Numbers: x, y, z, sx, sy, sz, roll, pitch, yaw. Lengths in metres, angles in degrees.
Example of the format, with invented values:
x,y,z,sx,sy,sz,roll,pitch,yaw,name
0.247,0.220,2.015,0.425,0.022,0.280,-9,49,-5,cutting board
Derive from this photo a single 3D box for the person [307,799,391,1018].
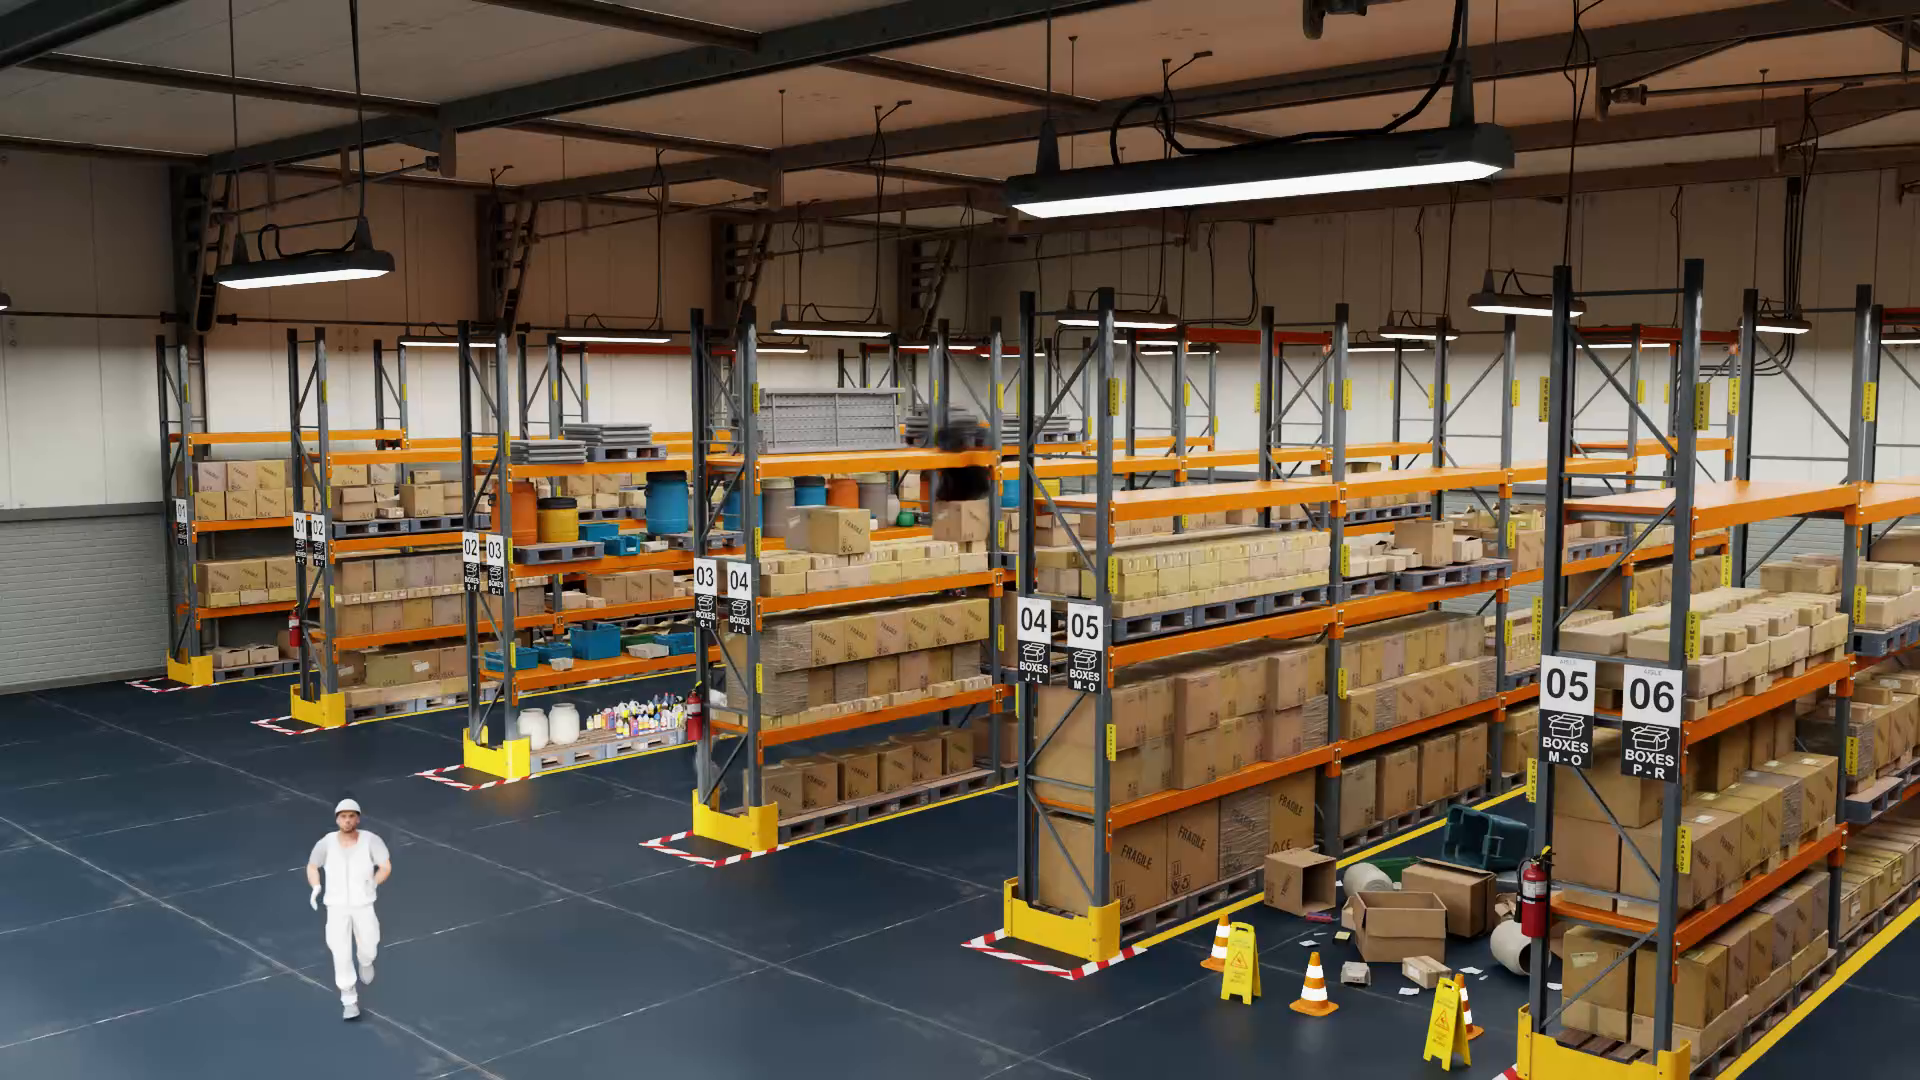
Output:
x,y,z,sx,sy,sz,roll,pitch,yaw,name
-5.048,3.005,13.758,0.663,1.749,0.786,-2,6,-18,person

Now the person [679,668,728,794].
x,y,z,sx,sy,sz,roll,pitch,yaw,name
-3.119,2.427,20.419,0.632,1.764,0.722,5,7,42,person
